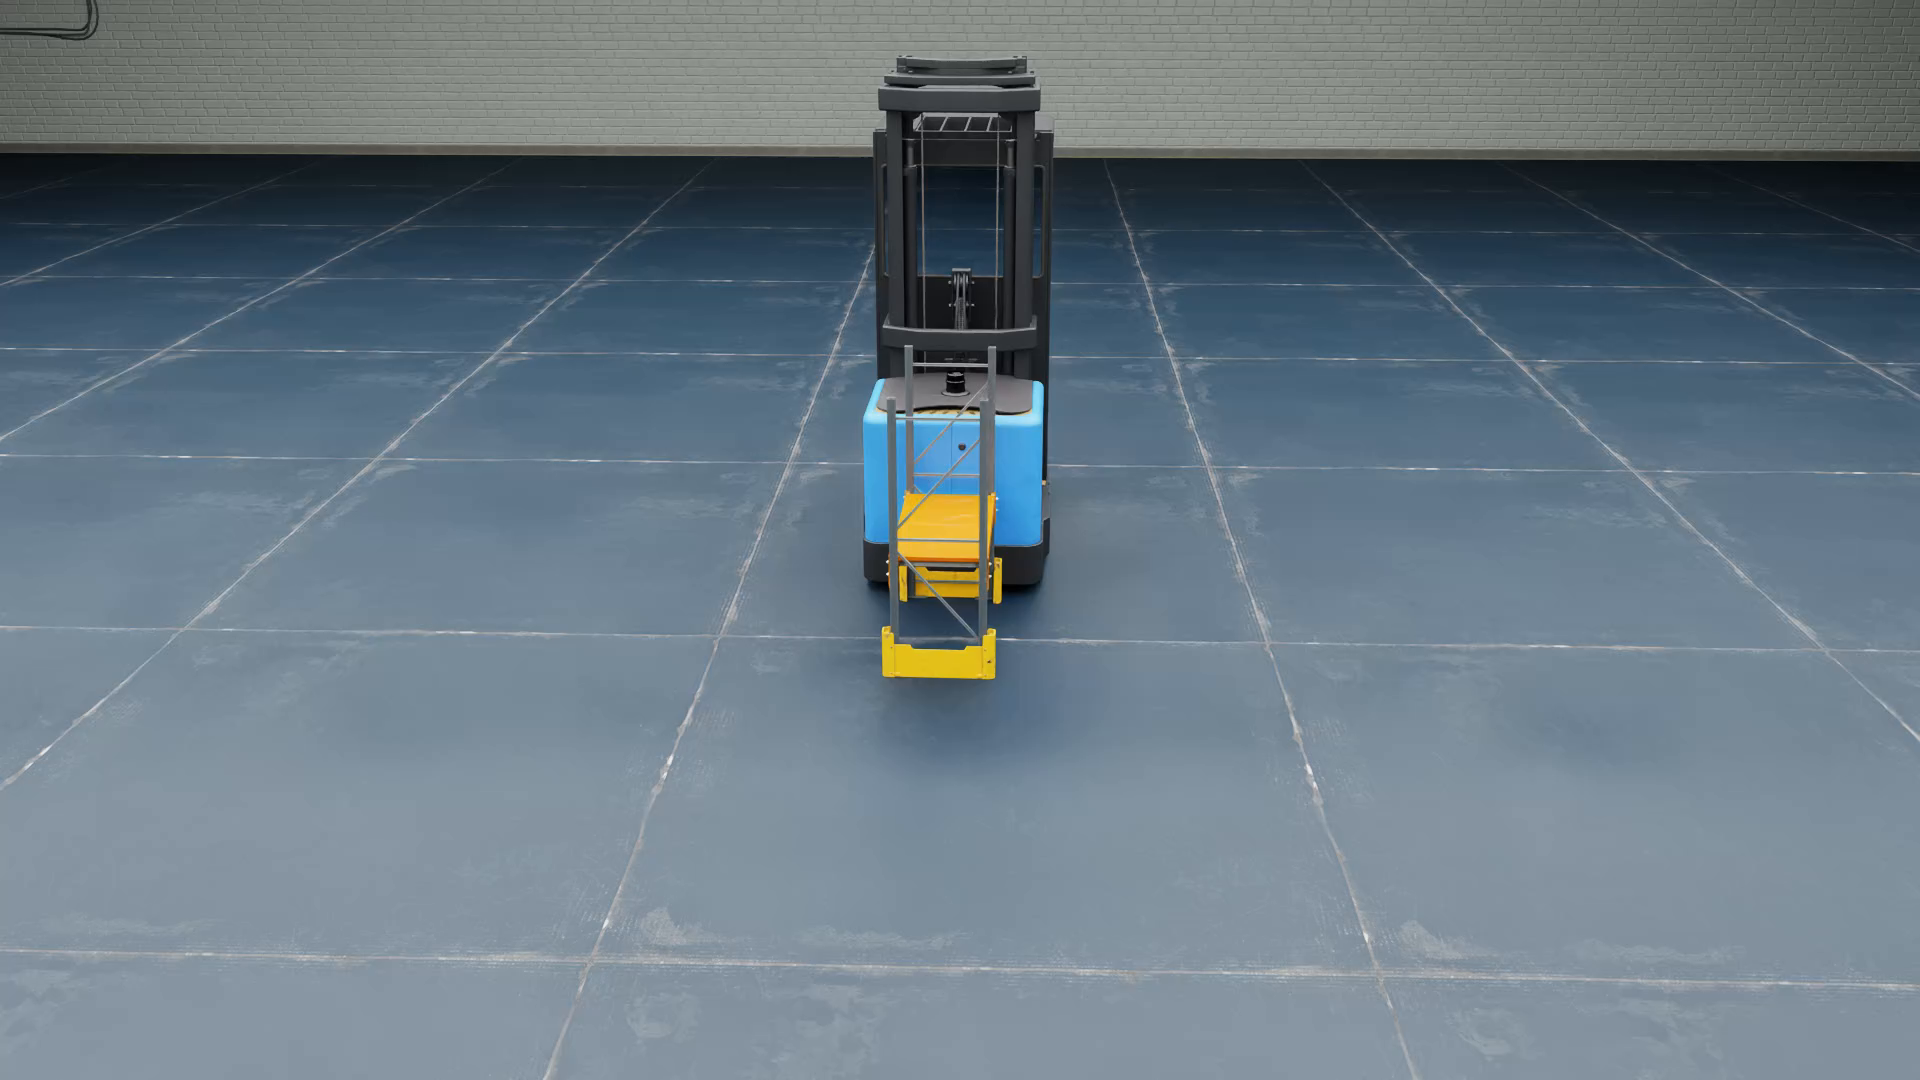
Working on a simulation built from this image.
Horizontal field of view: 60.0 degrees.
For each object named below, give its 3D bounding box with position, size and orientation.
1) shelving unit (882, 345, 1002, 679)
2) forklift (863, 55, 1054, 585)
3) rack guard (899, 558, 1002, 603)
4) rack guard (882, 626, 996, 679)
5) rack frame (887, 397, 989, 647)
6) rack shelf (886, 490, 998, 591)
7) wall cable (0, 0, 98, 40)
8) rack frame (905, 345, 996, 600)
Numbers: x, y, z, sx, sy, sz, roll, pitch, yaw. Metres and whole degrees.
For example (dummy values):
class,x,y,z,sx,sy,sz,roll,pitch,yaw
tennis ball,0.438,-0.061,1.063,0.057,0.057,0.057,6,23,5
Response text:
class,x,y,z,sx,sy,sz,roll,pitch,yaw
shelving unit,-0.082,-0.174,8.905,0.587,1.500,1.083,1,21,3
forklift,0.034,-1.594,10.586,1.130,2.935,3.031,1,21,3
rack guard,-0.054,0.229,9.594,0.587,0.250,0.087,1,21,3
rack guard,-0.110,0.588,8.667,0.587,0.250,0.087,1,21,3
rack frame,-0.110,0.006,8.440,0.500,1.500,0.032,1,21,3
rack shelf,-0.082,-0.010,8.978,0.538,0.185,1.000,1,21,3
wall cable,-14.763,-8.861,25.219,3.097,2.526,0.112,1,21,2
rack frame,-0.053,-0.361,9.386,0.500,1.500,0.032,1,21,3
